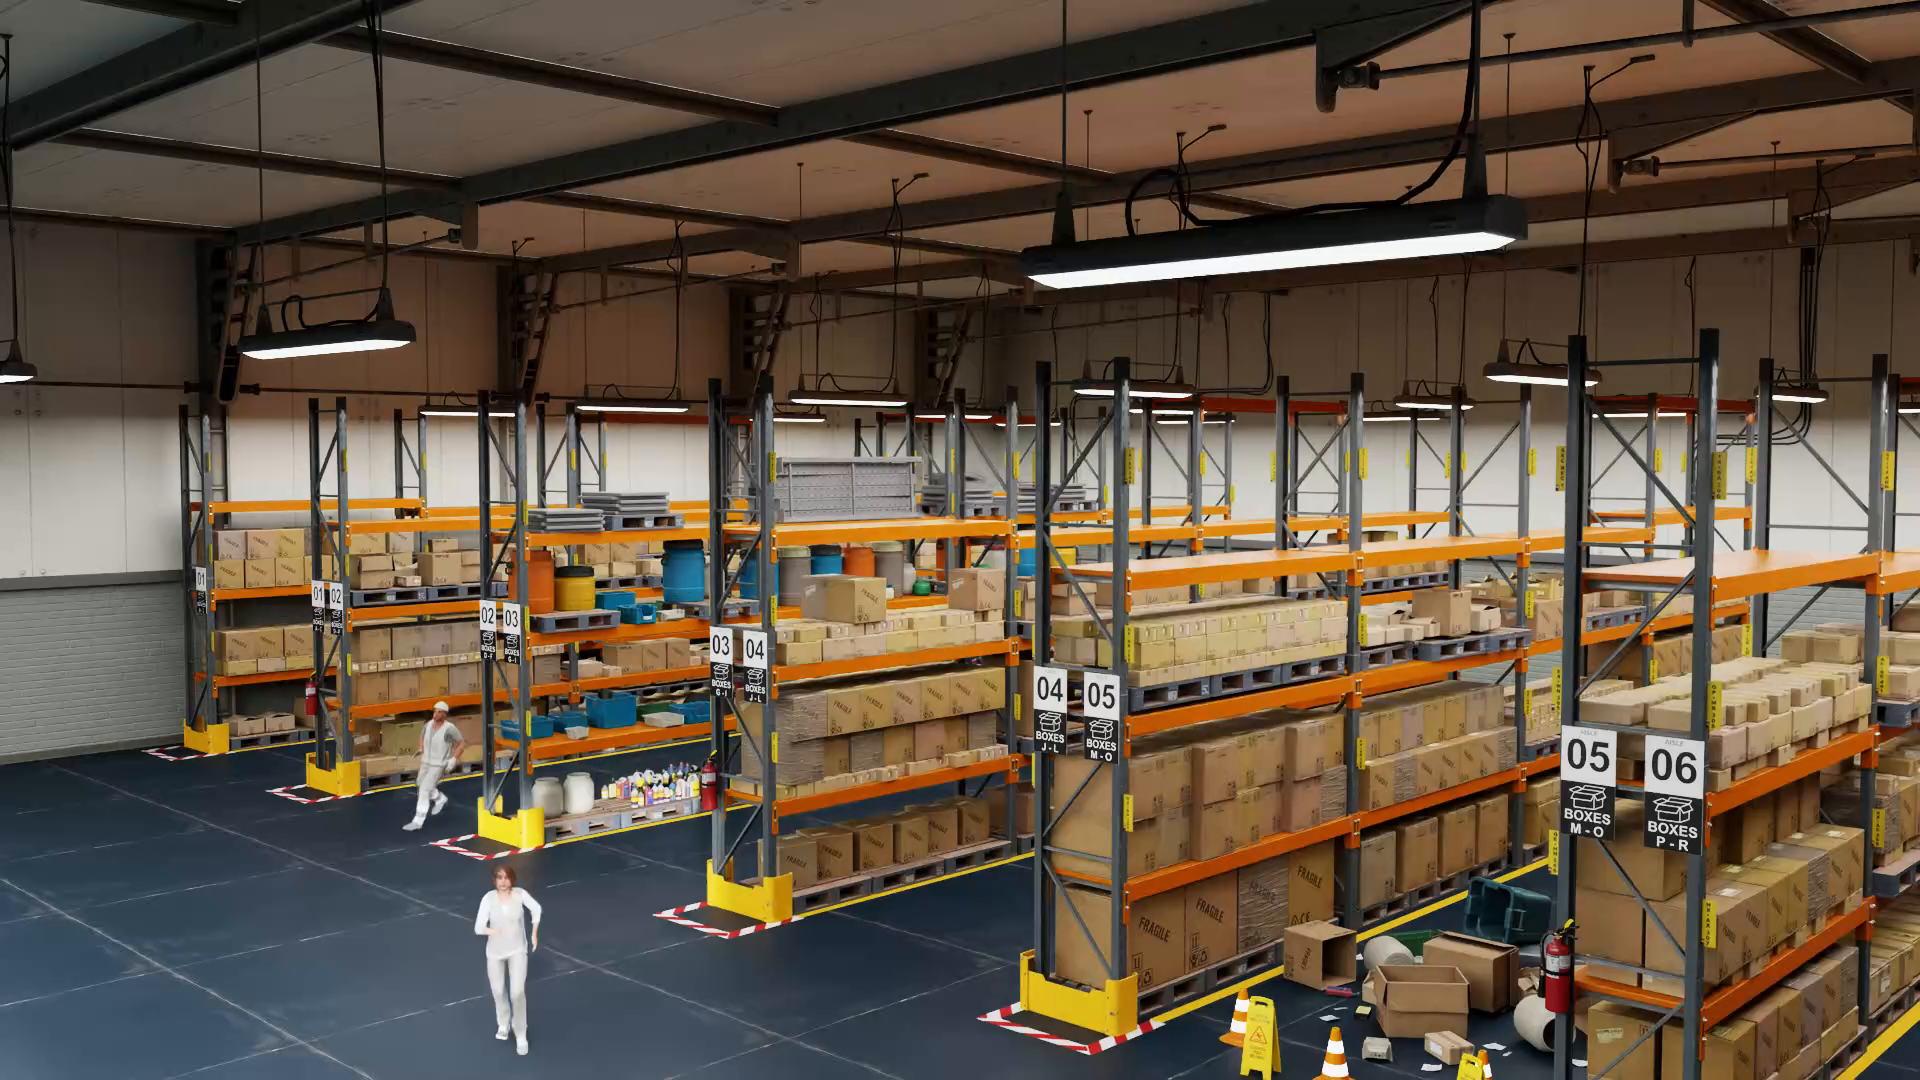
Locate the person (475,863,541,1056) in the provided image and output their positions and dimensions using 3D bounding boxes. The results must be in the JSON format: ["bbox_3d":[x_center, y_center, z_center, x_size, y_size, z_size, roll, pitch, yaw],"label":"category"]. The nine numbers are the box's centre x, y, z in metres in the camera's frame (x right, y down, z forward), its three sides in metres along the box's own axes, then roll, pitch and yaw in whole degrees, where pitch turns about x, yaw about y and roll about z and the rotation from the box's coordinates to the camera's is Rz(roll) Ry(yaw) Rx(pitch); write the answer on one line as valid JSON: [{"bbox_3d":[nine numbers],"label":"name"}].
[{"bbox_3d":[-3.903,3.612,14.354,0.526,1.647,0.684,0,3,-8],"label":"person"}]

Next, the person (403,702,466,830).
[{"bbox_3d":[-7.199,3.088,22.889,0.718,1.735,0.865,1,3,23],"label":"person"}]
